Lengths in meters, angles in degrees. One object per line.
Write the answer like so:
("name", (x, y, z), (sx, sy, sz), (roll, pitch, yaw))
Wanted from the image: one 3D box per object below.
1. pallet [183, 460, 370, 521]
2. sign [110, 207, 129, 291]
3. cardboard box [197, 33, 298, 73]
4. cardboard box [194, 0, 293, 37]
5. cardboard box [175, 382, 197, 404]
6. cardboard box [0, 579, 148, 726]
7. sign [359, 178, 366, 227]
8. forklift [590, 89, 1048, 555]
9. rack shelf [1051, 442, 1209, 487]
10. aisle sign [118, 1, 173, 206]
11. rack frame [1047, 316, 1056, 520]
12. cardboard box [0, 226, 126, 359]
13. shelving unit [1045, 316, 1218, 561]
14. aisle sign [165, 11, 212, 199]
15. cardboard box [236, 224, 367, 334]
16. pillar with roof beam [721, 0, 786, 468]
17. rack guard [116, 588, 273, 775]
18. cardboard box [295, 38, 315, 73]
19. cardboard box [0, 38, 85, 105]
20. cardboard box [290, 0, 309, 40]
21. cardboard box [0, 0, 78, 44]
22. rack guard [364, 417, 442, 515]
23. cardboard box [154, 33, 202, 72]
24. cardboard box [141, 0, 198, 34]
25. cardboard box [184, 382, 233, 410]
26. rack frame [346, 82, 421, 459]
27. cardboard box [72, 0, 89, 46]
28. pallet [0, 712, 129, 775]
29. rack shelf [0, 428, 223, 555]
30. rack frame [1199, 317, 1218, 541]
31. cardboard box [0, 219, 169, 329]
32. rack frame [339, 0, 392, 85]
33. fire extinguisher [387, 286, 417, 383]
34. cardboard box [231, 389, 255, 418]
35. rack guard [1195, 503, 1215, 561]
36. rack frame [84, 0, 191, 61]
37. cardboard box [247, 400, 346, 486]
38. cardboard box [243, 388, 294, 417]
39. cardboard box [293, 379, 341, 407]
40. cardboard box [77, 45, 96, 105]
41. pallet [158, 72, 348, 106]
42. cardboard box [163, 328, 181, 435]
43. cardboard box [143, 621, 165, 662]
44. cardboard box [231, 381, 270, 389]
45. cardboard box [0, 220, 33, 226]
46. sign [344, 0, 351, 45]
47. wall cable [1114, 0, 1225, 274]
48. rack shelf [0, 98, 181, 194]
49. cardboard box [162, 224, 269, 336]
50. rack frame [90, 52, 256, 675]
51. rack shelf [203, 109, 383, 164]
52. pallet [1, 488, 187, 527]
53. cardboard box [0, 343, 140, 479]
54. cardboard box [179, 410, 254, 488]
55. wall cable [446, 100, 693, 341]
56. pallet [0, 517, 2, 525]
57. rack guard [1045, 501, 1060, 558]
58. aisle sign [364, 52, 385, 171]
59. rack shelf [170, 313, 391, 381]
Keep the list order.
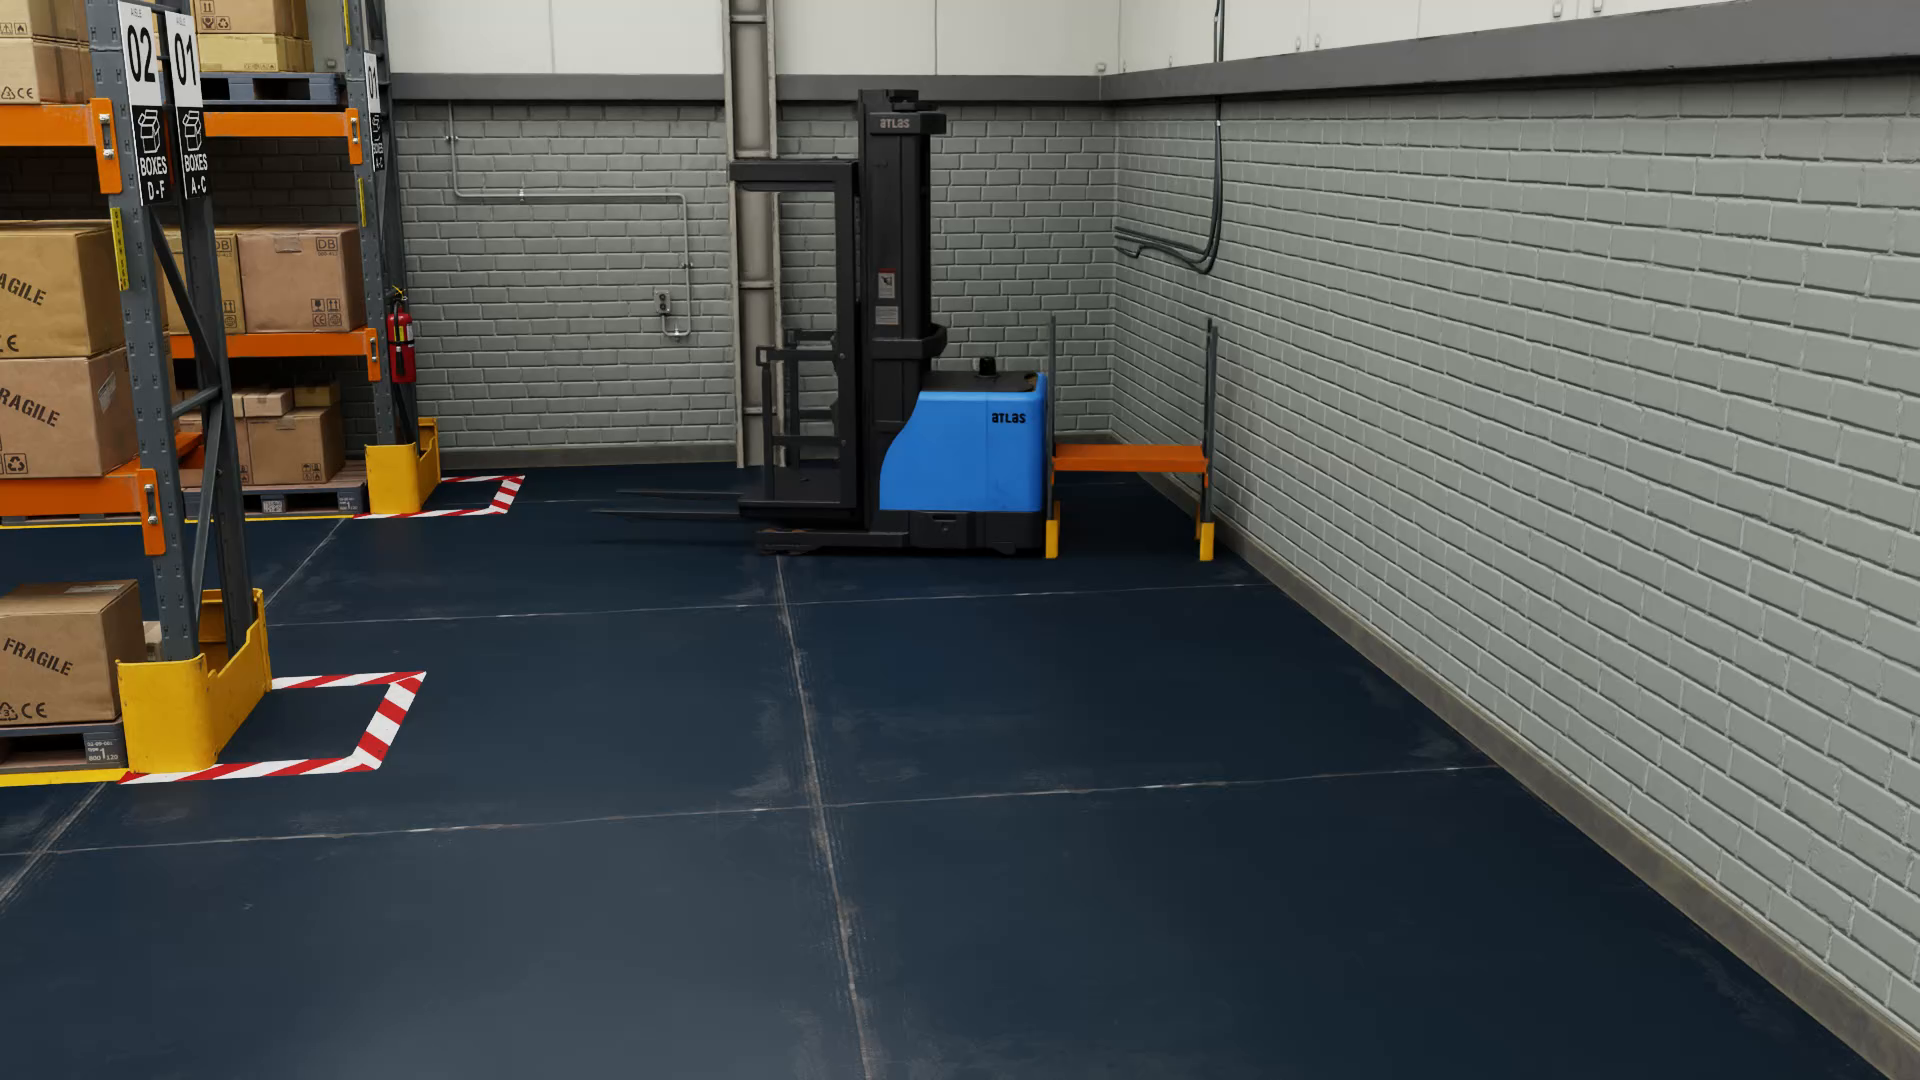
("pallet", (-4.964, -0.381, 12.305), (1.213, 0.211, 1.003), (-2, 14, -8))
("sign", (-3.381, -1.170, 6.691), (0.005, 0.325, 0.100), (-2, 14, -8))
("cardboard box", (-4.870, -3.325, 11.386), (0.500, 0.250, 0.500), (-2, 14, -7))
("cardboard box", (-4.868, -3.687, 11.288), (0.500, 0.500, 0.500), (-2, 14, -8))
("cardboard box", (-5.768, -1.053, 12.196), (0.250, 0.149, 0.380), (-2, 14, -8))
("cardboard box", (-3.944, 0.489, 7.342), (0.500, 0.500, 0.500), (-2, 14, -8))
("sign", (-4.118, -2.326, 11.465), (0.005, 0.325, 0.100), (-2, 14, -8))
("forklift", (-0.931, -1.449, 10.975), (3.031, 2.935, 1.130), (1, 14, 4))
("rack shelf", (1.103, -0.497, 10.861), (1.000, 0.185, 0.538), (1, 14, 4))
("aisle sign", (-3.330, -1.779, 6.806), (0.004, 0.787, 0.394), (-2, 14, -8))
("rack frame", (0.596, -0.681, 10.855), (0.032, 1.500, 0.500), (1, 14, 4))
("cardboard box", (-3.843, -1.041, 6.944), (0.500, 0.500, 0.500), (-2, 14, -9))
("shelving unit", (1.112, -0.672, 10.817), (1.083, 1.500, 0.587), (1, 14, 4))
("aisle sign", (-3.420, -1.924, 7.381), (0.004, 0.787, 0.394), (-2, 14, -8))
("cardboard box", (-4.688, -1.906, 12.037), (0.700, 0.700, 0.980), (-1, 14, -6))
("pillar with roof beam", (-1.003, -3.961, 8.518), (0.400, 9.000, 9.100), (-2, 14, -8))
("rack guard", (-3.519, 0.626, 7.699), (0.348, 0.500, 1.175), (-2, 14, -8))
("cardboard box", (-4.944, -3.448, 11.877), (0.500, 0.250, 0.500), (-1, 14, -5))
("cardboard box", (-3.912, -1.890, 6.732), (0.500, 0.250, 0.500), (-2, 14, -8))
("cardboard box", (-4.943, -3.811, 11.782), (0.500, 0.500, 0.500), (-3, 14, -10))
("cardboard box", (-3.914, -2.134, 6.680), (0.500, 0.250, 0.500), (-2, 14, -8))
("rack guard", (-4.161, -0.569, 12.464), (0.348, 0.500, 1.175), (-2, 14, -8))
("cardboard box", (-5.384, -3.306, 11.310), (0.500, 0.250, 0.500), (-3, 14, -10))
("cardboard box", (-5.365, -3.671, 11.226), (0.500, 0.500, 0.500), (-2, 14, -7))
("cardboard box", (-5.517, -1.062, 12.234), (0.250, 0.149, 0.380), (-2, 14, -8))
("rack frame", (-4.185, -1.781, 12.157), (0.127, 3.000, 1.000), (-2, 14, -8))
("cardboard box", (-3.990, -2.258, 7.174), (0.500, 0.250, 0.500), (-2, 14, -8))
("pallet", (-4.307, 0.795, 7.618), (1.213, 0.211, 1.003), (-2, 14, -8))
("rack shelf", (-5.421, -0.168, 7.205), (4.000, 0.370, 1.077), (-2, 14, -8))
("rack frame", (1.609, -0.662, 10.780), (0.032, 1.500, 0.500), (1, 14, 4))
("cardboard box", (-3.922, -1.170, 7.461), (0.500, 0.500, 0.500), (-2, 14, -7))
("rack frame", (-4.185, -4.691, 11.427), (0.127, 3.000, 1.000), (-2, 14, -8))
("fire extinguisher", (-3.967, -1.457, 11.791), (0.183, 0.674, 0.296), (-2, 14, -8))
("cardboard box", (-5.215, -0.979, 11.903), (0.250, 0.149, 0.380), (-2, 14, -7))
("rack guard", (1.608, -0.056, 10.932), (0.087, 0.250, 0.587), (1, 14, 4))
("rack frame", (-3.443, -3.499, 6.676), (0.127, 3.000, 1.000), (-2, 14, -8))
("cardboard box", (-4.862, -0.723, 12.213), (0.500, 0.500, 0.700), (-2, 14, -8))
("cardboard box", (-4.962, -0.989, 11.940), (0.250, 0.149, 0.380), (-2, 14, -9))
("cardboard box", (-4.769, -1.090, 12.344), (0.250, 0.149, 0.380), (-2, 14, -8))
("cardboard box", (-3.989, -2.014, 7.229), (0.500, 0.250, 0.500), (-2, 14, -8))
("pallet", (-4.917, -3.163, 11.685), (1.213, 0.211, 1.003), (-2, 14, -8))
("cardboard box", (-3.922, -0.685, 7.583), (0.500, 0.500, 0.500), (-2, 14, -7))
("cardboard box", (-3.909, 0.512, 7.968), (0.250, 0.149, 0.380), (-2, 14, -8))
("cardboard box", (-5.269, -1.071, 12.270), (0.250, 0.149, 0.380), (-2, 14, -8))
("cardboard box", (-4.437, -1.150, 7.378), (0.500, 0.500, 0.500), (-2, 14, -8))
("sign", (-4.118, -3.496, 11.171), (0.005, 0.325, 0.100), (-2, 14, -8))
("wall cable", (1.461, -3.304, 12.279), (0.112, 2.526, 3.097), (-2, 14, -8))
("rack shelf", (-5.421, -1.623, 6.840), (4.000, 0.370, 1.077), (-2, 14, -8))
("cardboard box", (-5.406, -1.876, 11.921), (0.700, 0.700, 0.980), (-2, 14, -9))
("rack frame", (-3.443, -0.589, 7.406), (0.127, 3.000, 1.000), (-2, 14, -8))
("rack shelf", (-6.163, -2.814, 11.590), (4.000, 0.370, 1.077), (-2, 14, -8))
("pallet", (-6.168, -0.337, 12.132), (1.213, 0.211, 1.003), (-2, 14, -8))
("cardboard box", (-3.846, -0.556, 7.068), (0.500, 0.500, 0.500), (-2, 14, -7))
("cardboard box", (-5.357, -0.705, 12.140), (0.500, 0.500, 0.700), (-2, 14, -8))
("wall cable", (-3.060, -2.548, 13.125), (1.851, 1.984, 0.084), (-2, 14, -8))
("pallet", (-7.377, -0.292, 11.953), (1.213, 0.211, 1.003), (-2, 14, -8))
("rack guard", (0.615, -0.075, 11.005), (0.087, 0.250, 0.587), (1, 14, 4))
("aisle sign", (-4.069, -2.972, 11.563), (0.004, 0.787, 0.394), (-2, 14, -8))
("rack shelf", (-6.163, -1.359, 11.955), (4.000, 0.370, 1.077), (-2, 14, -8))
